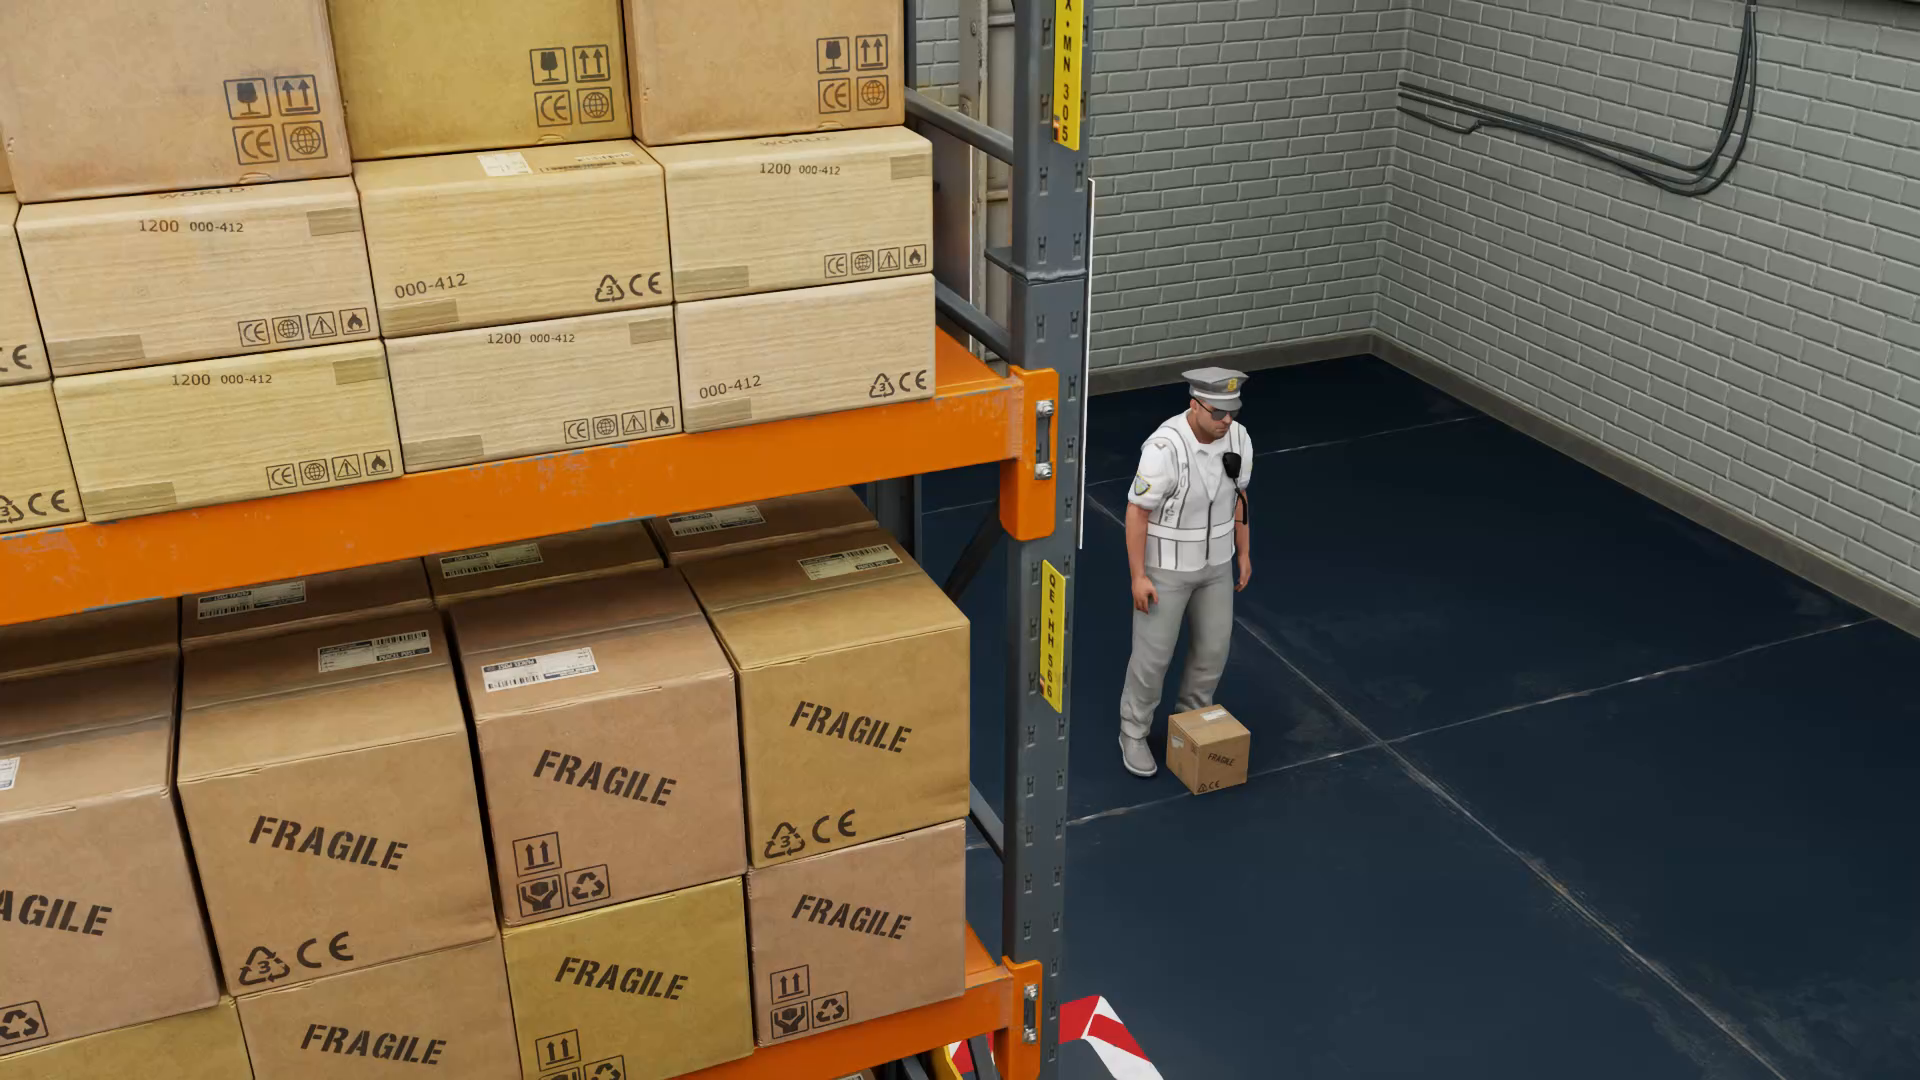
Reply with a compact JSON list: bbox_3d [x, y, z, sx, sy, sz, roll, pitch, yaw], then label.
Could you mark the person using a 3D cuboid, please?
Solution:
[{"bbox_3d":[0.944,0.102,6.888,0.606,1.751,0.473,-12,28,-23],"label":"person"}]
